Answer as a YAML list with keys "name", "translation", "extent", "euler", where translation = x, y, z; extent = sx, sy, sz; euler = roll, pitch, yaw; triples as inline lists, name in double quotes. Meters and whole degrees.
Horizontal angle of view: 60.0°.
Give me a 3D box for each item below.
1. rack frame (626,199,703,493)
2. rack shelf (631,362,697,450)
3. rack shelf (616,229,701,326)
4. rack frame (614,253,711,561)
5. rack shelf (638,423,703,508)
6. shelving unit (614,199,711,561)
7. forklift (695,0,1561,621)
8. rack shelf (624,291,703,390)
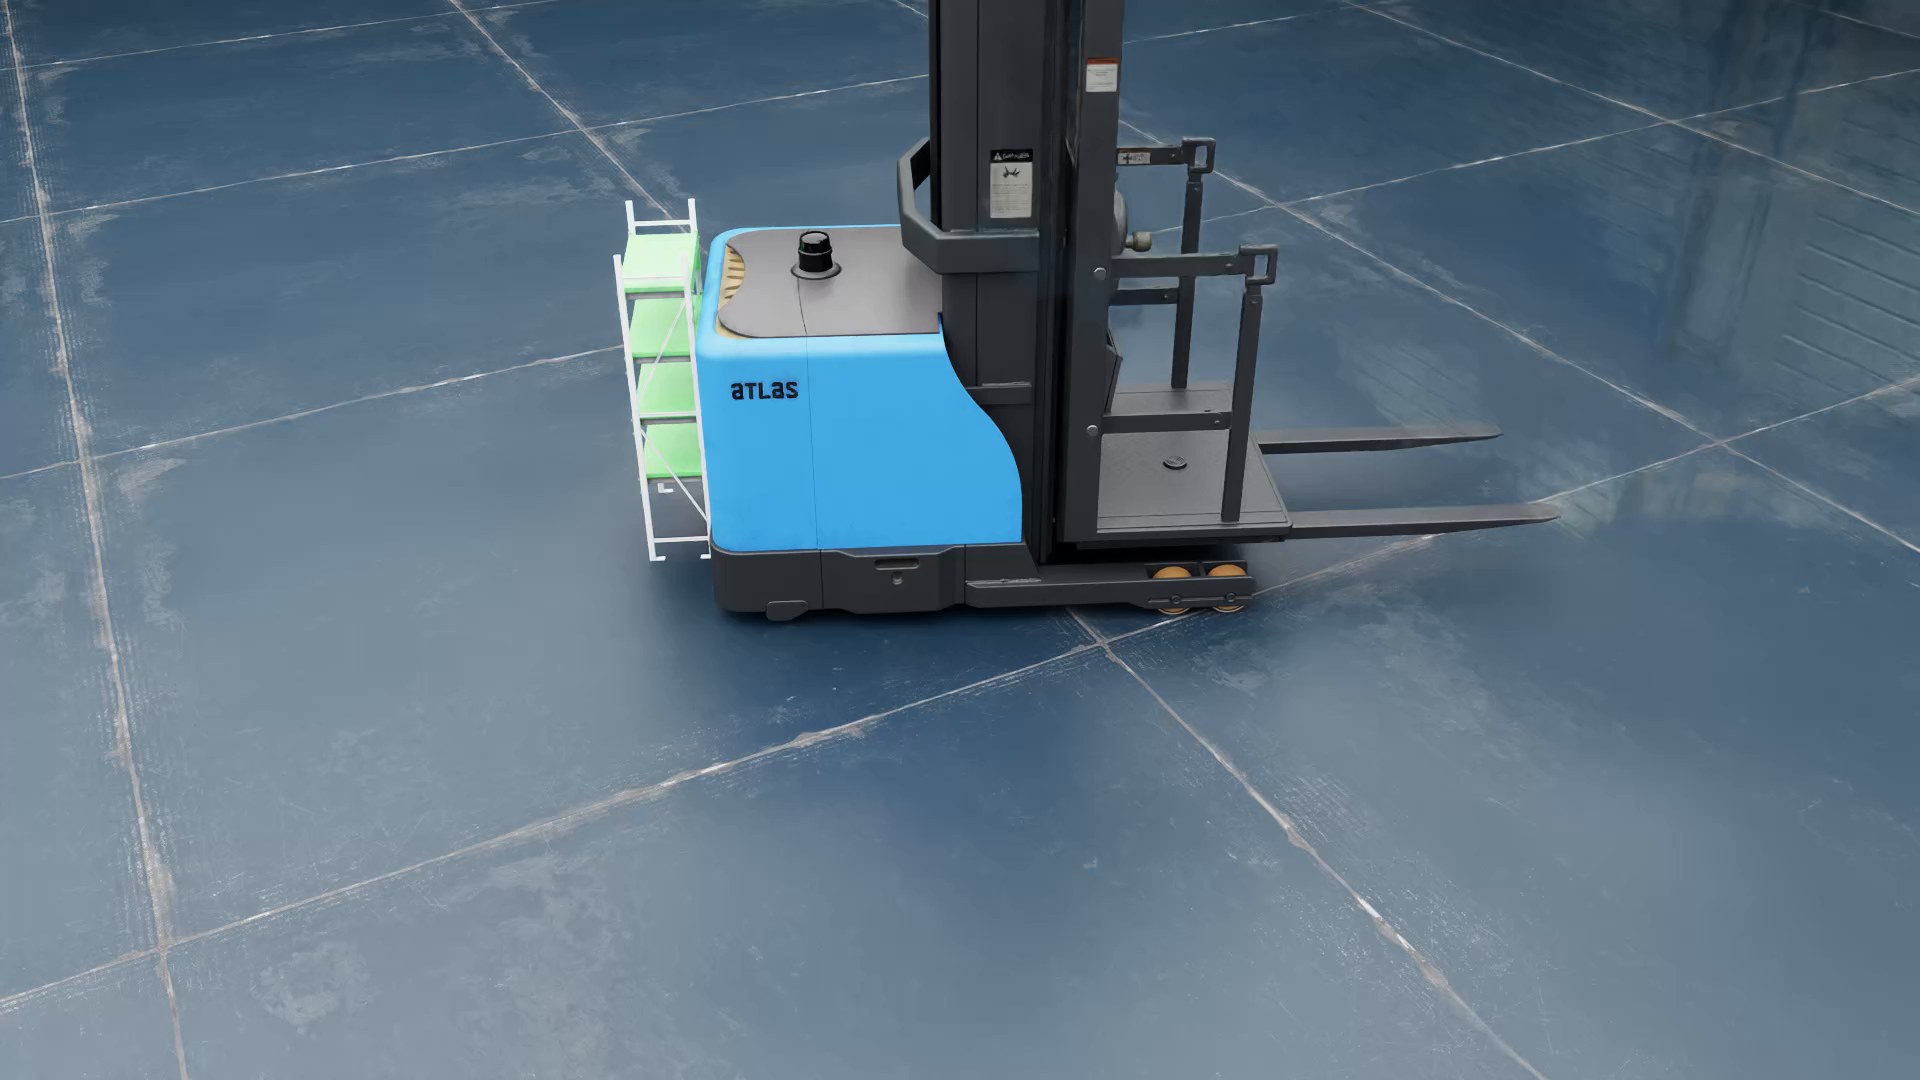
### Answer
- name: "rack frame"
  translation: [-1.065, -0.700, 6.230]
  extent: [0.240, 1.200, 0.015]
  euler: [-3, 33, -4]
- name: "rack shelf"
  translation: [-1.044, -0.515, 6.059]
  extent: [0.258, 0.148, 0.480]
  euler: [-3, 33, -4]
- name: "rack shelf"
  translation: [-1.044, -0.919, 5.801]
  extent: [0.258, 0.148, 0.480]
  euler: [-3, 33, -4]
- name: "rack frame"
  translation: [-1.023, -0.437, 5.820]
  extent: [0.240, 1.200, 0.015]
  euler: [-3, 33, -4]
- name: "rack shelf"
  translation: [-1.044, -0.313, 6.189]
  extent: [0.258, 0.148, 0.480]
  euler: [-3, 33, -4]
- name: "shelving unit"
  translation: [-1.044, -0.568, 6.025]
  extent: [0.258, 1.200, 0.503]
  euler: [-3, 33, -4]
- name: "forklift"
  translation: [0.627, -1.257, 5.495]
  extent: [3.031, 2.935, 1.130]
  euler: [-2, 33, -3]
- name: "rack shelf"
  translation: [-1.044, -0.717, 5.930]
  extent: [0.258, 0.148, 0.480]
  euler: [-3, 33, -4]
